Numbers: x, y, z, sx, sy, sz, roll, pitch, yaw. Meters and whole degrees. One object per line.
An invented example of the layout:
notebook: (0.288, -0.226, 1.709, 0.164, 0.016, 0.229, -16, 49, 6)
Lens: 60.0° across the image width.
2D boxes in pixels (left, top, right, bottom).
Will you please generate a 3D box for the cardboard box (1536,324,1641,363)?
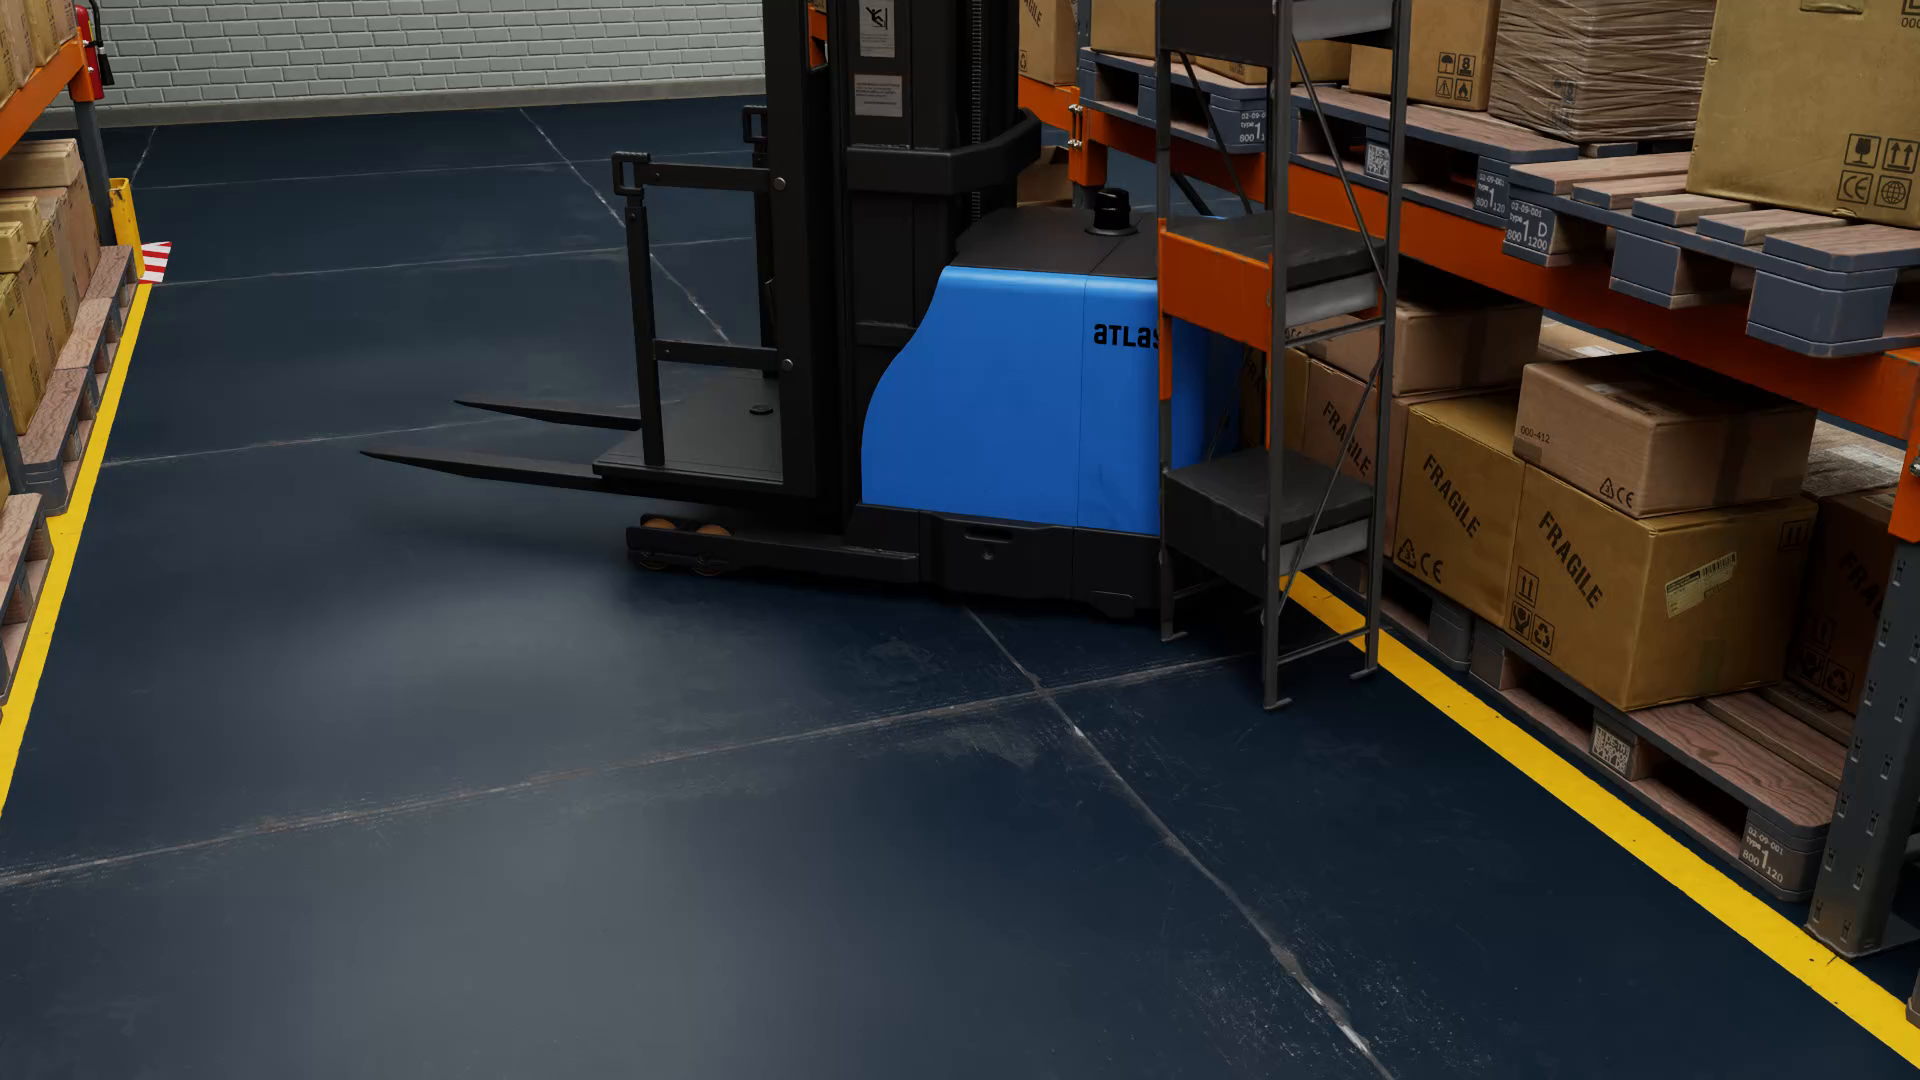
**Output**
cardboard box: (1.915, -0.377, 5.435, 0.500, 0.500, 0.500, -9, 25, -21)

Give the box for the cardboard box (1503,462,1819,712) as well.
cardboard box: (1.810, 0.081, 4.348, 0.500, 0.500, 0.500, -7, 24, -17)

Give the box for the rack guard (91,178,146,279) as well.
rack guard: (-5.107, -1.643, 9.005, 1.175, 0.500, 0.348, -8, 24, -19)

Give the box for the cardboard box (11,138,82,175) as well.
cardboard box: (-4.542, -1.865, 8.154, 0.380, 0.149, 0.250, -9, 24, -20)

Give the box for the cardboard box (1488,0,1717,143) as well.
cardboard box: (1.888, -1.372, 4.474, 0.700, 0.500, 0.500, -4, 23, -9)

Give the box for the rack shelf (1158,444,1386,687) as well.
rack shelf: (0.882, 0.038, 4.756, 0.431, 0.518, 0.480, -16, 27, -25)

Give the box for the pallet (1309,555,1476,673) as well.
pallet: (1.705, 0.005, 5.465, 1.003, 0.211, 1.213, -8, 24, -19)

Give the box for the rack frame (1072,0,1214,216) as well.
rack frame: (0.947, -2.014, 6.666, 1.000, 3.000, 0.127, -8, 24, -19)

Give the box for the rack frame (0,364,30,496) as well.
rack frame: (-3.686, -1.333, 5.050, 1.000, 3.000, 0.127, -8, 24, -19)

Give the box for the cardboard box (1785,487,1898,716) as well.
cardboard box: (2.467, 0.184, 4.103, 0.500, 0.500, 0.500, -7, 24, -17)

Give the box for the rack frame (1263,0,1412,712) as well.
rack frame: (0.959, -0.527, 4.262, 0.400, 2.100, 0.015, -16, 27, -25)

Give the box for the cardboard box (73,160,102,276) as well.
cardboard box: (-4.758, -1.587, 8.332, 0.700, 0.500, 0.500, -8, 24, -19)

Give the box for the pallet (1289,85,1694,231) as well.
pallet: (1.669, -1.178, 4.930, 1.003, 0.211, 1.213, -8, 24, -19)

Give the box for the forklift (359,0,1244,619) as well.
forklift: (-0.598, -1.419, 5.344, 3.031, 2.935, 1.130, 7, 24, 15)

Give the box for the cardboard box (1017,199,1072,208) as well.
cardboard box: (0.481, -1.233, 7.465, 0.500, 0.500, 0.500, -8, 24, -19)

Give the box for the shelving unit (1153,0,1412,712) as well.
shelving unit: (0.840, -0.610, 4.458, 0.431, 2.100, 0.503, -16, 27, -25)

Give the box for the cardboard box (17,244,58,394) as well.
cardboard box: (-4.028, -0.843, 6.567, 0.700, 0.500, 0.500, -9, 24, -20)

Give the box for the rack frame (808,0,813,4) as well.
rack frame: (-0.466, -3.467, 10.114, 1.000, 3.000, 0.127, -8, 24, -19)

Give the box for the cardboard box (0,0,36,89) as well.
cardboard box: (-4.381, -2.199, 6.720, 0.980, 0.700, 0.700, -10, 25, -22)

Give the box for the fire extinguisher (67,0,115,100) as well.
fire extinguisher: (-4.720, -2.697, 8.866, 0.296, 0.674, 0.183, -8, 24, -19)

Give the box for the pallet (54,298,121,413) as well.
pallet: (-4.316, -0.779, 7.326, 1.003, 0.211, 1.213, -8, 24, -19)

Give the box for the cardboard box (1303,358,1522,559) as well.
cardboard box: (1.437, -0.297, 5.244, 0.500, 0.500, 0.500, -9, 25, -21)

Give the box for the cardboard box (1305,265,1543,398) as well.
cardboard box: (1.421, -0.656, 5.130, 0.500, 0.250, 0.500, -9, 24, -20)

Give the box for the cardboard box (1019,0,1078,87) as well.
cardboard box: (0.531, -2.206, 6.994, 0.500, 0.500, 0.500, -8, 24, -18)

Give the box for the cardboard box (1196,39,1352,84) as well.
cardboard box: (1.208, -1.810, 5.512, 0.700, 0.500, 0.500, -5, 23, -11)

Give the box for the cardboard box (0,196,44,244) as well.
cardboard box: (-3.989, -1.298, 6.811, 0.380, 0.149, 0.250, -9, 24, -20)

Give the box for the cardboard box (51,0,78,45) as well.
cardboard box: (-4.909, -2.741, 8.004, 0.980, 0.700, 0.700, -7, 24, -17)

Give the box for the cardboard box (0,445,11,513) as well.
cardboard box: (-3.334, -0.317, 4.868, 0.750, 0.750, 0.750, -8, 24, -18)

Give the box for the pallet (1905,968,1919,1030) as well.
pallet: (2.615, 1.029, 3.037, 1.003, 0.211, 1.213, -8, 24, -19)

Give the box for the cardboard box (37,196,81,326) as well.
cardboard box: (-4.403, -1.223, 7.467, 0.700, 0.500, 0.500, -9, 25, -21)

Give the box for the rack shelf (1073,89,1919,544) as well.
rack shelf: (1.654, -0.956, 5.082, 1.077, 0.370, 4.000, -8, 24, -19)

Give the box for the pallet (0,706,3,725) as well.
pallet: (-2.908, 0.666, 3.898, 1.003, 0.211, 1.213, -8, 24, -19)
